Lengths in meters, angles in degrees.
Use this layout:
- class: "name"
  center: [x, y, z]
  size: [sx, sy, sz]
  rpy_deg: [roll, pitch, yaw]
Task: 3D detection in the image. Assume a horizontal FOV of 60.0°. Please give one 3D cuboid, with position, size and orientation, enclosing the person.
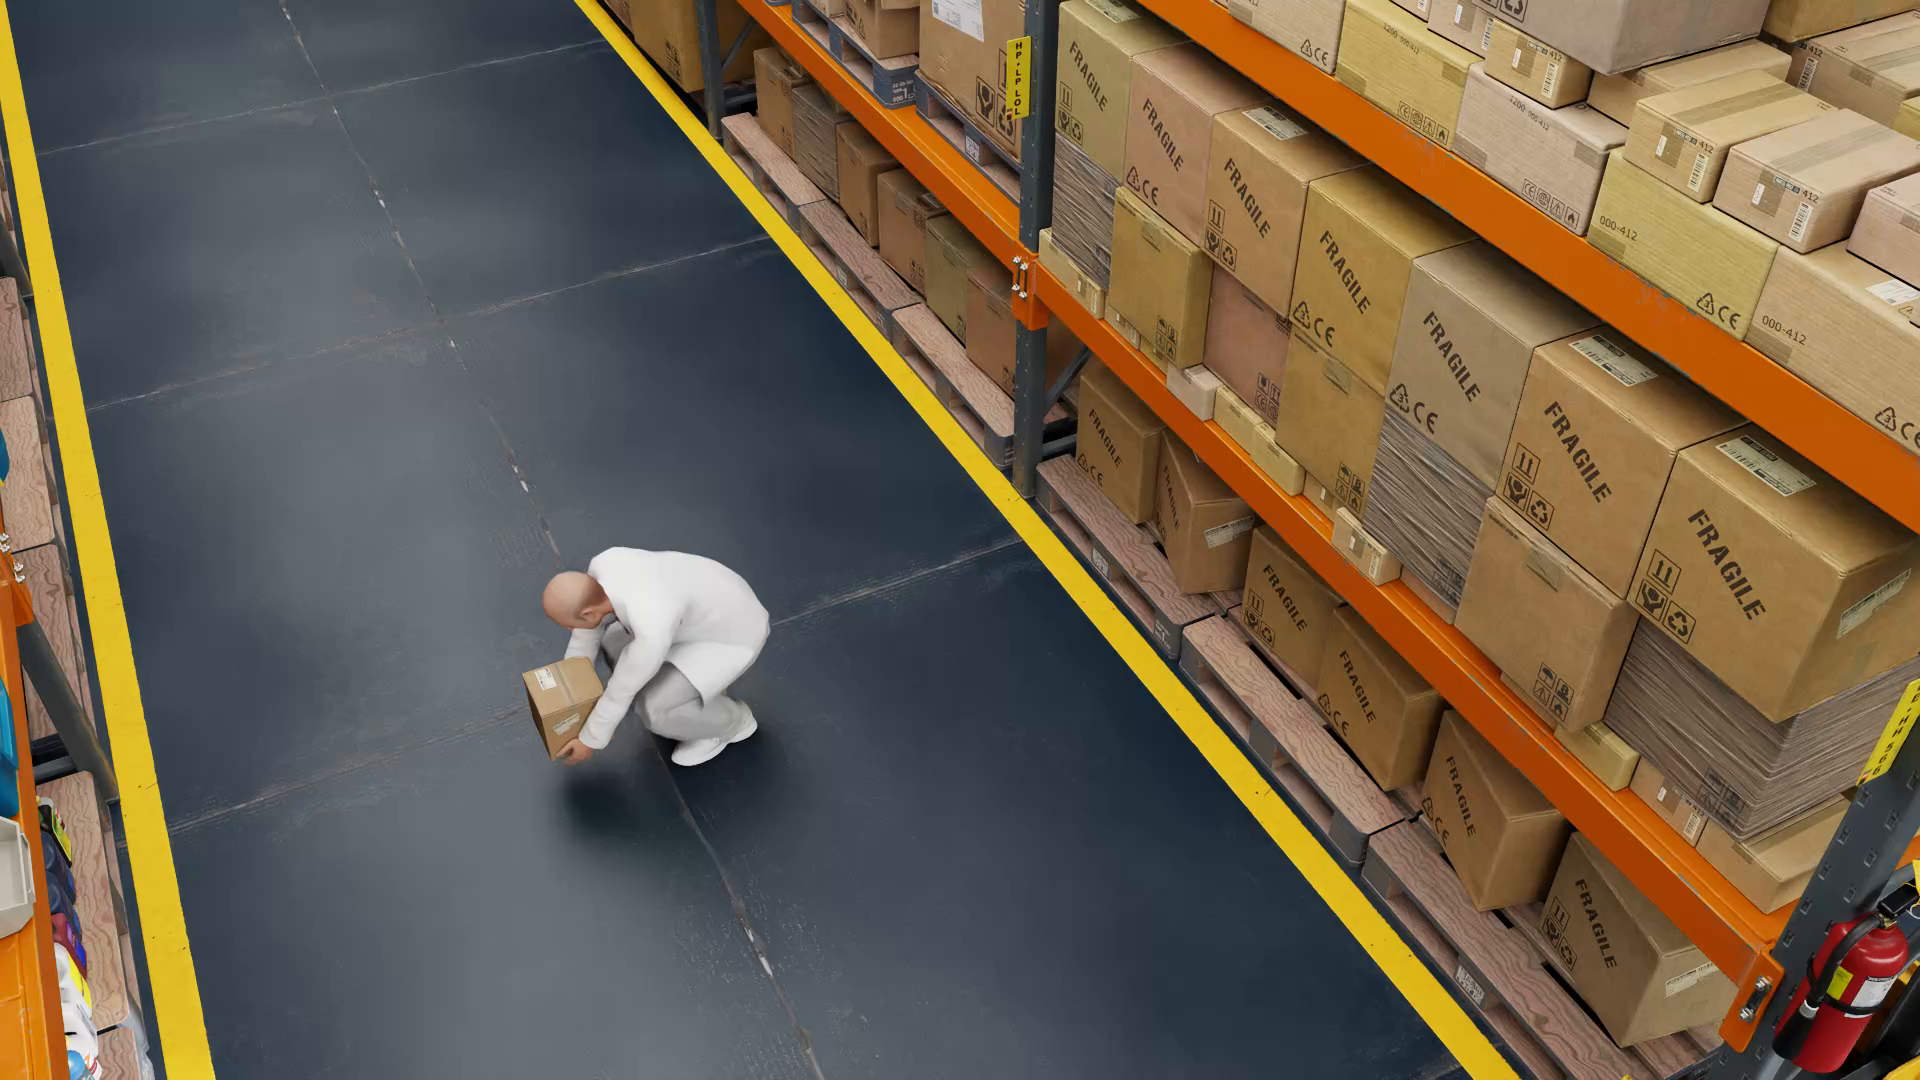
- class: "person"
  center: [-1.163, 0.396, 6.303]
  size: [0.928, 1.007, 0.579]
  rpy_deg: [-20, 45, -22]
